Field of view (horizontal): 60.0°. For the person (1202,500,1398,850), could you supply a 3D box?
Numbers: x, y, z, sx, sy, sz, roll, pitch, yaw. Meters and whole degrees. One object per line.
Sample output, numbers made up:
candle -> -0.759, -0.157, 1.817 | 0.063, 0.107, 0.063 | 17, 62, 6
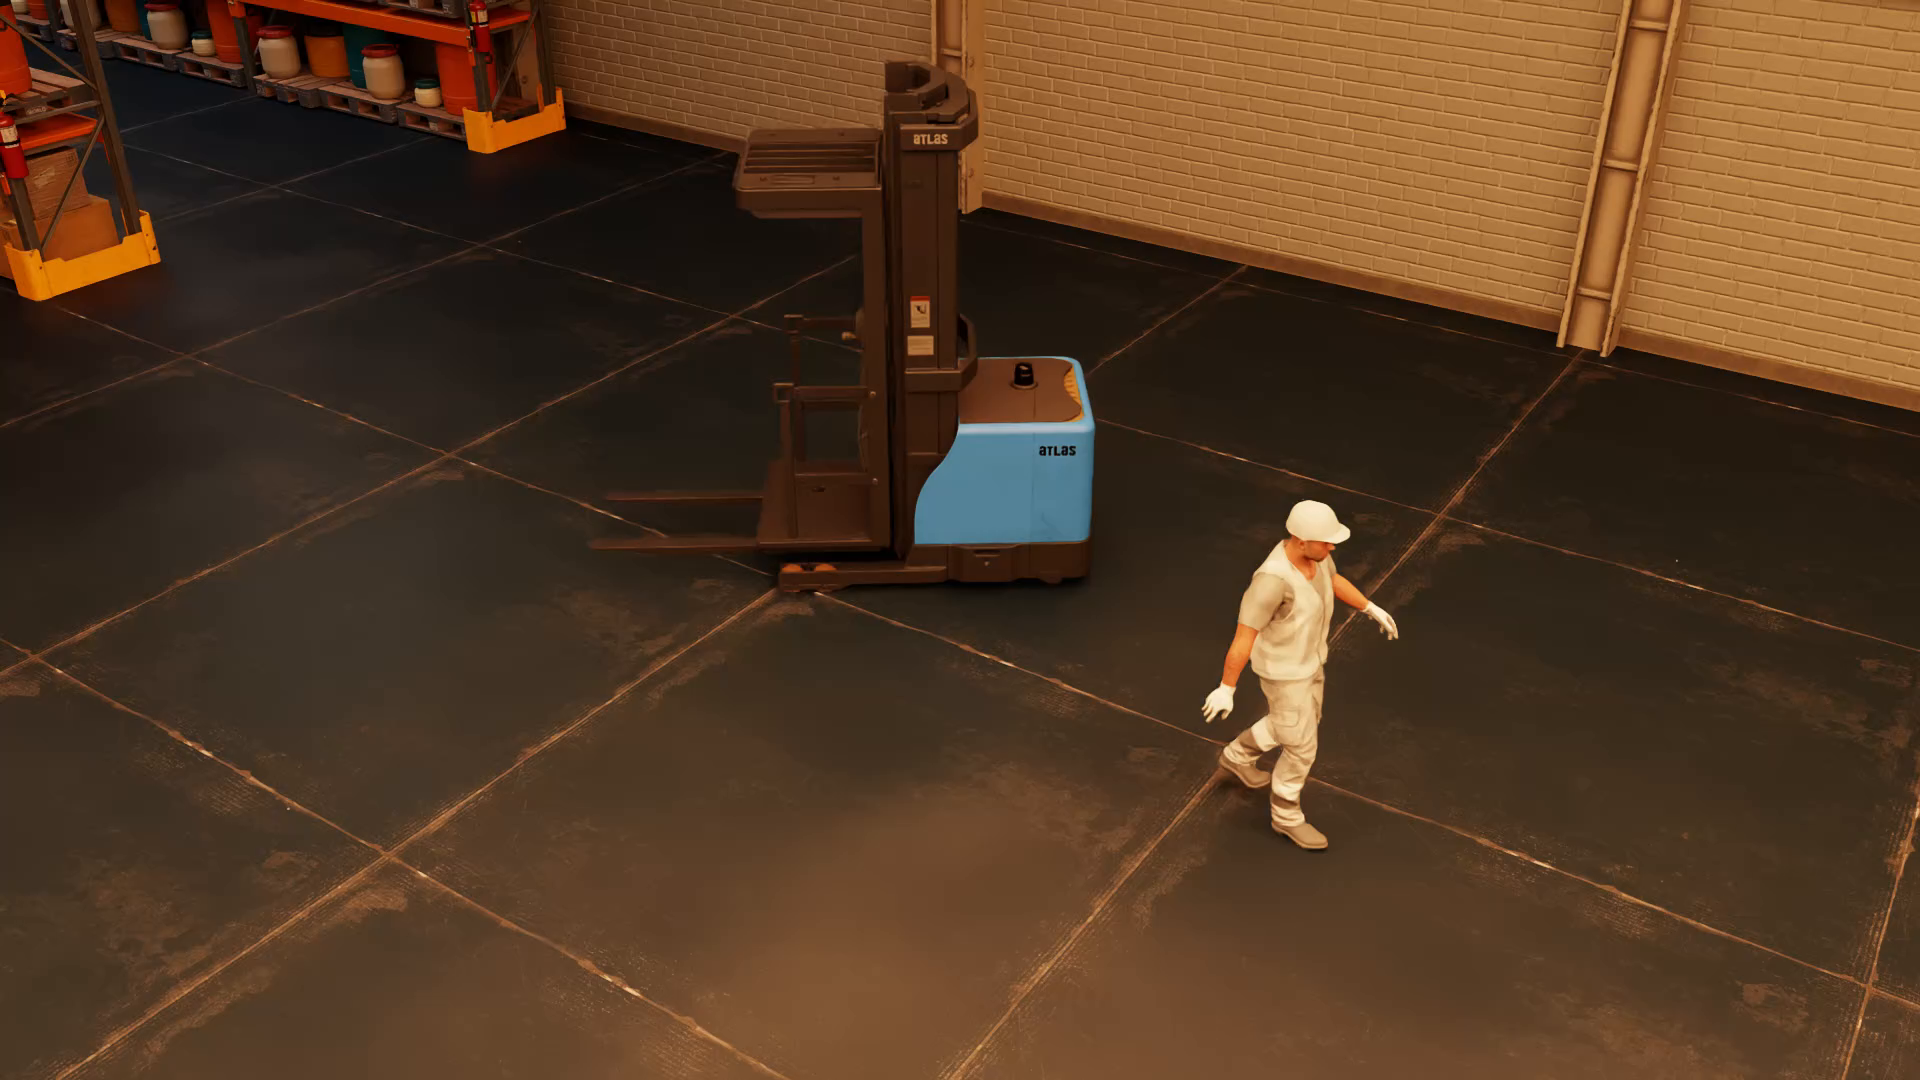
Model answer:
person -> 1.541, 0.594, 7.722 | 0.715, 1.762, 0.916 | 17, 34, 27

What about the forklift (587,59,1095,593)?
forklift -> -0.738, -1.221, 9.684 | 3.031, 2.935, 1.130 | -1, 30, -2
